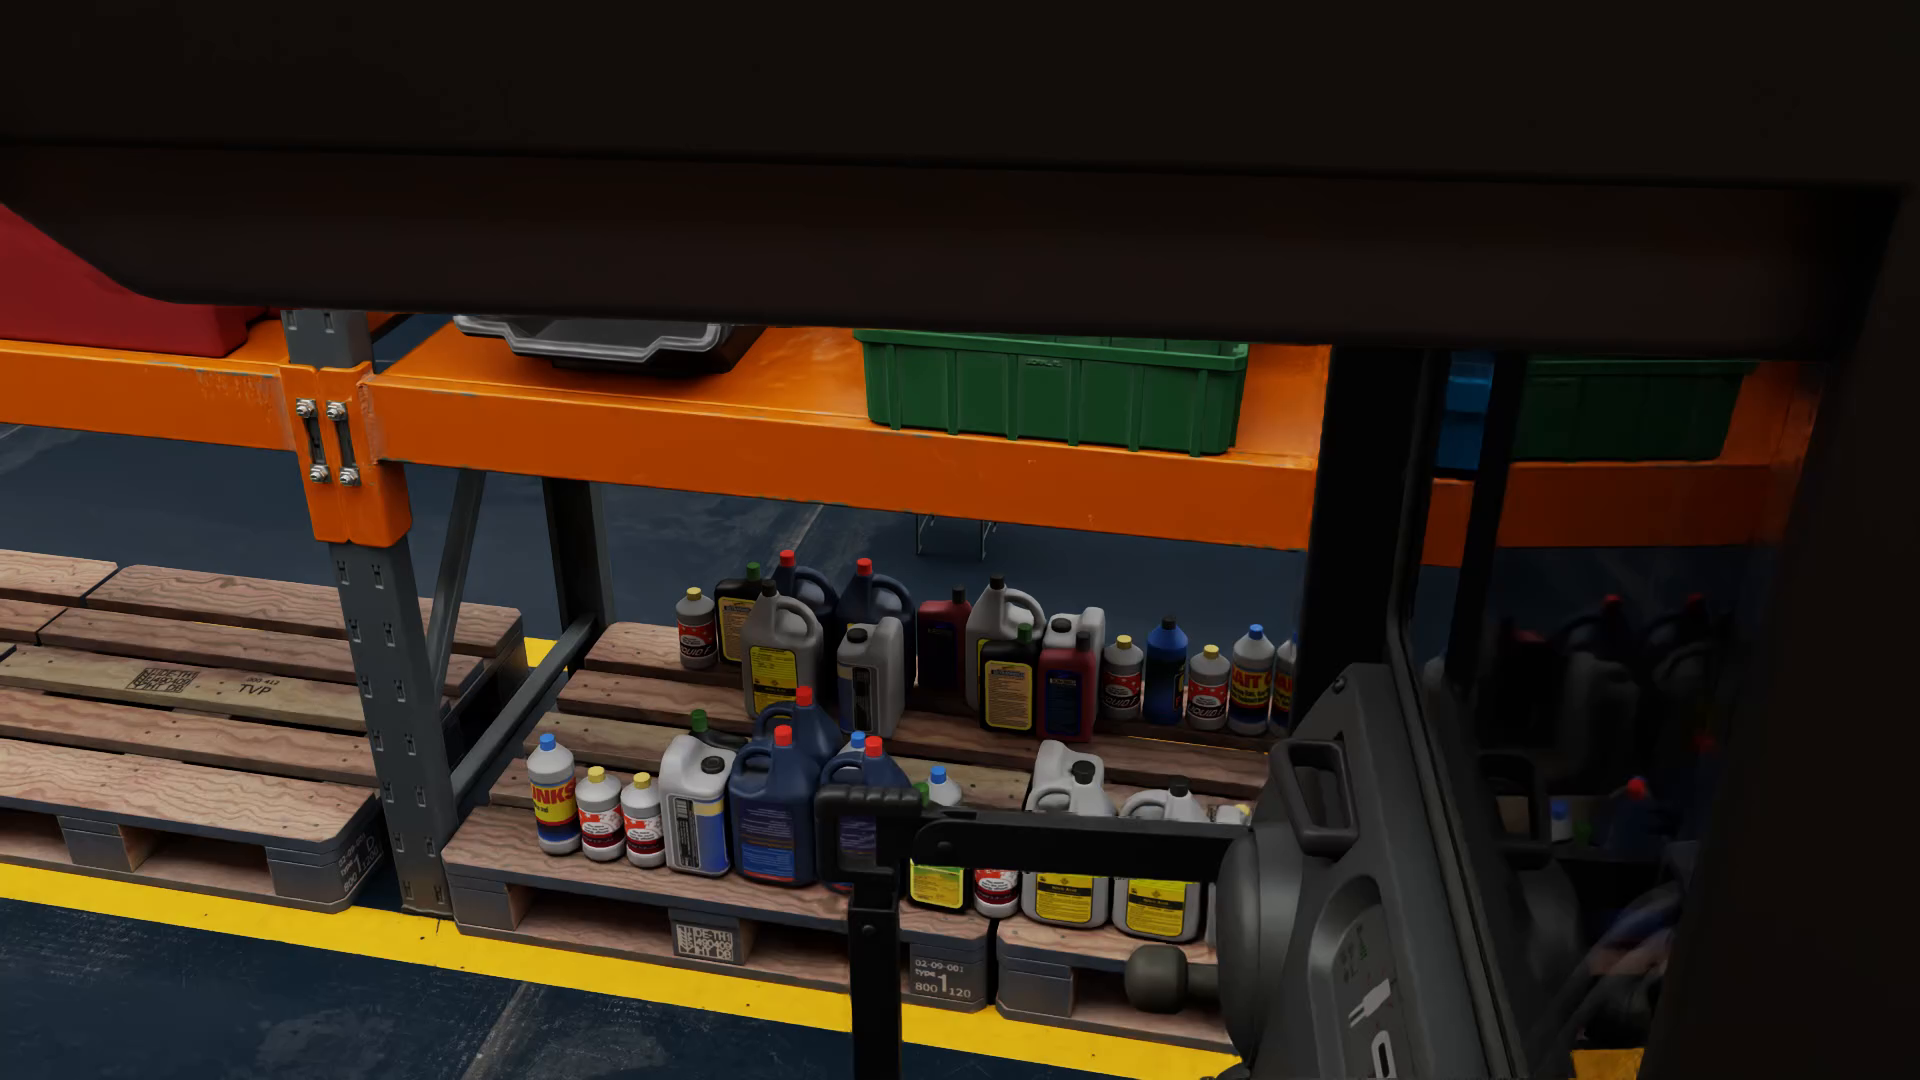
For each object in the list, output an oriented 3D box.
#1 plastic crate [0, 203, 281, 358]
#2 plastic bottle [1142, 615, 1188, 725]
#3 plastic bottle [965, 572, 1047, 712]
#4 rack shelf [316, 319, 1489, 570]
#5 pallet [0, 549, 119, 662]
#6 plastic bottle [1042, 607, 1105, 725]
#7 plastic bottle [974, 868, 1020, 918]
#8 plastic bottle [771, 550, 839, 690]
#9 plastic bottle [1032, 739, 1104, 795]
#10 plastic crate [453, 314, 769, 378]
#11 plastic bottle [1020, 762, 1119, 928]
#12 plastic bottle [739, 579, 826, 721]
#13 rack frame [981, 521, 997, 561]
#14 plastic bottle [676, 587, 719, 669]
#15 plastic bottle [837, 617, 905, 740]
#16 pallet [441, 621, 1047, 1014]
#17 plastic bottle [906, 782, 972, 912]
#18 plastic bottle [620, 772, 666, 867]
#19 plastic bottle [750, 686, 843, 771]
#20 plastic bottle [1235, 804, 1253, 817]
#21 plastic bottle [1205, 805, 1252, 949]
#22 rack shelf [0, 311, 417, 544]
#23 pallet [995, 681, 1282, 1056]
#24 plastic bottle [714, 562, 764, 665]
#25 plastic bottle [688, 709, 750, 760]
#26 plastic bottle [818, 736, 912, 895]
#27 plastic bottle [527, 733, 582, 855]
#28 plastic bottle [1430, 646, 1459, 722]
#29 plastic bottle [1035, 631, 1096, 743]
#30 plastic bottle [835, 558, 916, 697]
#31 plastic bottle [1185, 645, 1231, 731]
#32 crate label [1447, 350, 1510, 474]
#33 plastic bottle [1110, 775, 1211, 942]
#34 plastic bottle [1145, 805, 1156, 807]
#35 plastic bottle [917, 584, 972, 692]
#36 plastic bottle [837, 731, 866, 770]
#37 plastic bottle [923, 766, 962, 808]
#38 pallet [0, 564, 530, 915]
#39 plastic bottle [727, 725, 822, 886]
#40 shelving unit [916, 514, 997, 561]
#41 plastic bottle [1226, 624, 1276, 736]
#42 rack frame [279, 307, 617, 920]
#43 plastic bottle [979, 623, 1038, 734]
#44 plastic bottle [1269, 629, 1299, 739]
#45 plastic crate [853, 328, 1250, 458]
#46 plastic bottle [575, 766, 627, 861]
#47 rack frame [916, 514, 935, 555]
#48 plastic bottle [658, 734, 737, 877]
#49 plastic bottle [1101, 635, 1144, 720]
[{"bbox_3d":[-1.621,-0.643,3.234,0.583,0.464,0.402,6,29,11],"label":"plastic crate"},{"bbox_3d":[0.490,0.302,3.958,0.097,0.271,0.097,0,29,0],"label":"plastic bottle"},{"bbox_3d":[0.110,0.240,3.989,0.185,0.351,0.144,6,29,10],"label":"plastic bottle"},{"bbox_3d":[0.873,-0.194,3.230,4.000,0.370,1.077,6,29,11],"label":"rack shelf"},{"bbox_3d":[-3.056,0.331,4.425,1.213,0.211,1.003,6,29,11],"label":"pallet"},{"bbox_3d":[0.269,0.291,3.973,0.135,0.276,0.152,6,29,11],"label":"plastic bottle"},{"bbox_3d":[0.076,0.659,3.379,0.097,0.201,0.097,0,29,0],"label":"plastic bottle"},{"bbox_3d":[-0.393,0.188,4.083,0.185,0.351,0.144,5,29,9],"label":"plastic bottle"},{"bbox_3d":[0.226,0.557,3.487,0.135,0.276,0.152,6,29,11],"label":"plastic bottle"},{"bbox_3d":[-0.598,-0.571,3.233,0.504,0.338,0.767,6,29,11],"label":"plastic crate"},{"bbox_3d":[0.220,0.596,3.337,0.185,0.351,0.144,6,29,10],"label":"plastic bottle"},{"bbox_3d":[-0.423,0.256,3.959,0.185,0.351,0.144,6,29,11],"label":"plastic bottle"},{"bbox_3d":[0.091,-0.385,5.017,0.006,0.900,0.240,6,29,11],"label":"rack frame"},{"bbox_3d":[-0.663,0.215,4.190,0.097,0.201,0.097,0,29,0],"label":"plastic bottle"},{"bbox_3d":[-0.212,0.312,3.934,0.135,0.276,0.152,6,29,11],"label":"plastic bottle"},{"bbox_3d":[-0.435,0.600,3.934,1.213,0.211,1.003,6,29,11],"label":"pallet"},{"bbox_3d":[-0.043,0.619,3.366,0.133,0.283,0.061,7,30,13],"label":"plastic bottle"},{"bbox_3d":[-0.664,0.583,3.518,0.097,0.201,0.097,0,29,0],"label":"plastic bottle"},{"bbox_3d":[-0.350,0.467,3.574,0.185,0.351,0.144,6,29,11],"label":"plastic bottle"},{"bbox_3d":[0.573,0.635,3.423,0.097,0.201,0.097,0,29,0],"label":"plastic bottle"},{"bbox_3d":[0.565,0.663,3.294,0.135,0.276,0.152,5,29,9],"label":"plastic bottle"},{"bbox_3d":[-3.039,-0.595,3.962,4.000,0.370,1.077,6,29,11],"label":"rack shelf"},{"bbox_3d":[0.762,0.721,3.713,1.213,0.211,1.003,6,29,11],"label":"pallet"},{"bbox_3d":[-0.544,0.182,4.165,0.133,0.283,0.061,7,30,13],"label":"plastic bottle"},{"bbox_3d":[-0.519,0.496,3.591,0.133,0.283,0.061,6,29,11],"label":"plastic bottle"},{"bbox_3d":[-0.196,0.554,3.415,0.185,0.351,0.144,5,29,8],"label":"plastic bottle"},{"bbox_3d":[-0.863,0.532,3.538,0.097,0.271,0.097,0,29,0],"label":"plastic bottle"},{"bbox_3d":[1.121,0.367,3.840,0.097,0.271,0.097,0,29,0],"label":"plastic bottle"},{"bbox_3d":[0.247,0.338,3.880,0.133,0.283,0.061,6,29,11],"label":"plastic bottle"},{"bbox_3d":[-0.205,0.207,4.048,0.185,0.351,0.144,4,29,8],"label":"plastic bottle"},{"bbox_3d":[0.591,0.343,3.956,0.097,0.201,0.097,0,29,0],"label":"plastic bottle"},{"bbox_3d":[0.972,-0.382,2.787,0.616,0.435,0.502,6,29,11],"label":"crate label"},{"bbox_3d":[0.402,0.615,3.303,0.185,0.351,0.144,7,29,13],"label":"plastic bottle"},{"bbox_3d":[0.384,0.619,3.451,0.097,0.201,0.097,0,29,0],"label":"plastic bottle"},{"bbox_3d":[-0.037,0.234,4.070,0.133,0.283,0.061,8,30,14],"label":"plastic bottle"},{"bbox_3d":[-0.213,0.527,3.546,0.097,0.271,0.097,0,29,0],"label":"plastic bottle"},{"bbox_3d":[-0.044,0.586,3.440,0.097,0.271,0.097,0,29,0],"label":"plastic bottle"},{"bbox_3d":[-1.859,0.453,4.203,1.213,0.211,1.003,6,29,11],"label":"pallet"},{"bbox_3d":[-0.380,0.535,3.450,0.185,0.351,0.144,7,29,12],"label":"plastic bottle"},{"bbox_3d":[-0.008,-0.396,5.035,0.210,0.900,0.258,6,29,11],"label":"shelving unit"},{"bbox_3d":[0.688,0.322,3.921,0.097,0.271,0.097,0,29,0],"label":"plastic bottle"},{"bbox_3d":[-1.083,-0.710,3.423,0.127,3.000,1.000,6,29,11],"label":"rack frame"},{"bbox_3d":[0.114,0.320,3.912,0.133,0.283,0.061,6,29,11],"label":"plastic bottle"},{"bbox_3d":[0.786,0.332,3.902,0.097,0.271,0.097,0,29,0],"label":"plastic bottle"},{"bbox_3d":[0.186,-0.348,2.983,0.662,0.188,0.450,6,29,11],"label":"plastic crate"},{"bbox_3d":[-0.764,0.572,3.537,0.097,0.201,0.097,0,29,0],"label":"plastic bottle"},{"bbox_3d":[-0.107,-0.406,5.054,0.006,0.900,0.240,6,29,11],"label":"rack frame"},{"bbox_3d":[-0.541,0.549,3.502,0.135,0.276,0.152,7,29,12],"label":"plastic bottle"},{"bbox_3d":[0.390,0.322,3.993,0.097,0.201,0.097,0,29,0],"label":"plastic bottle"}]
